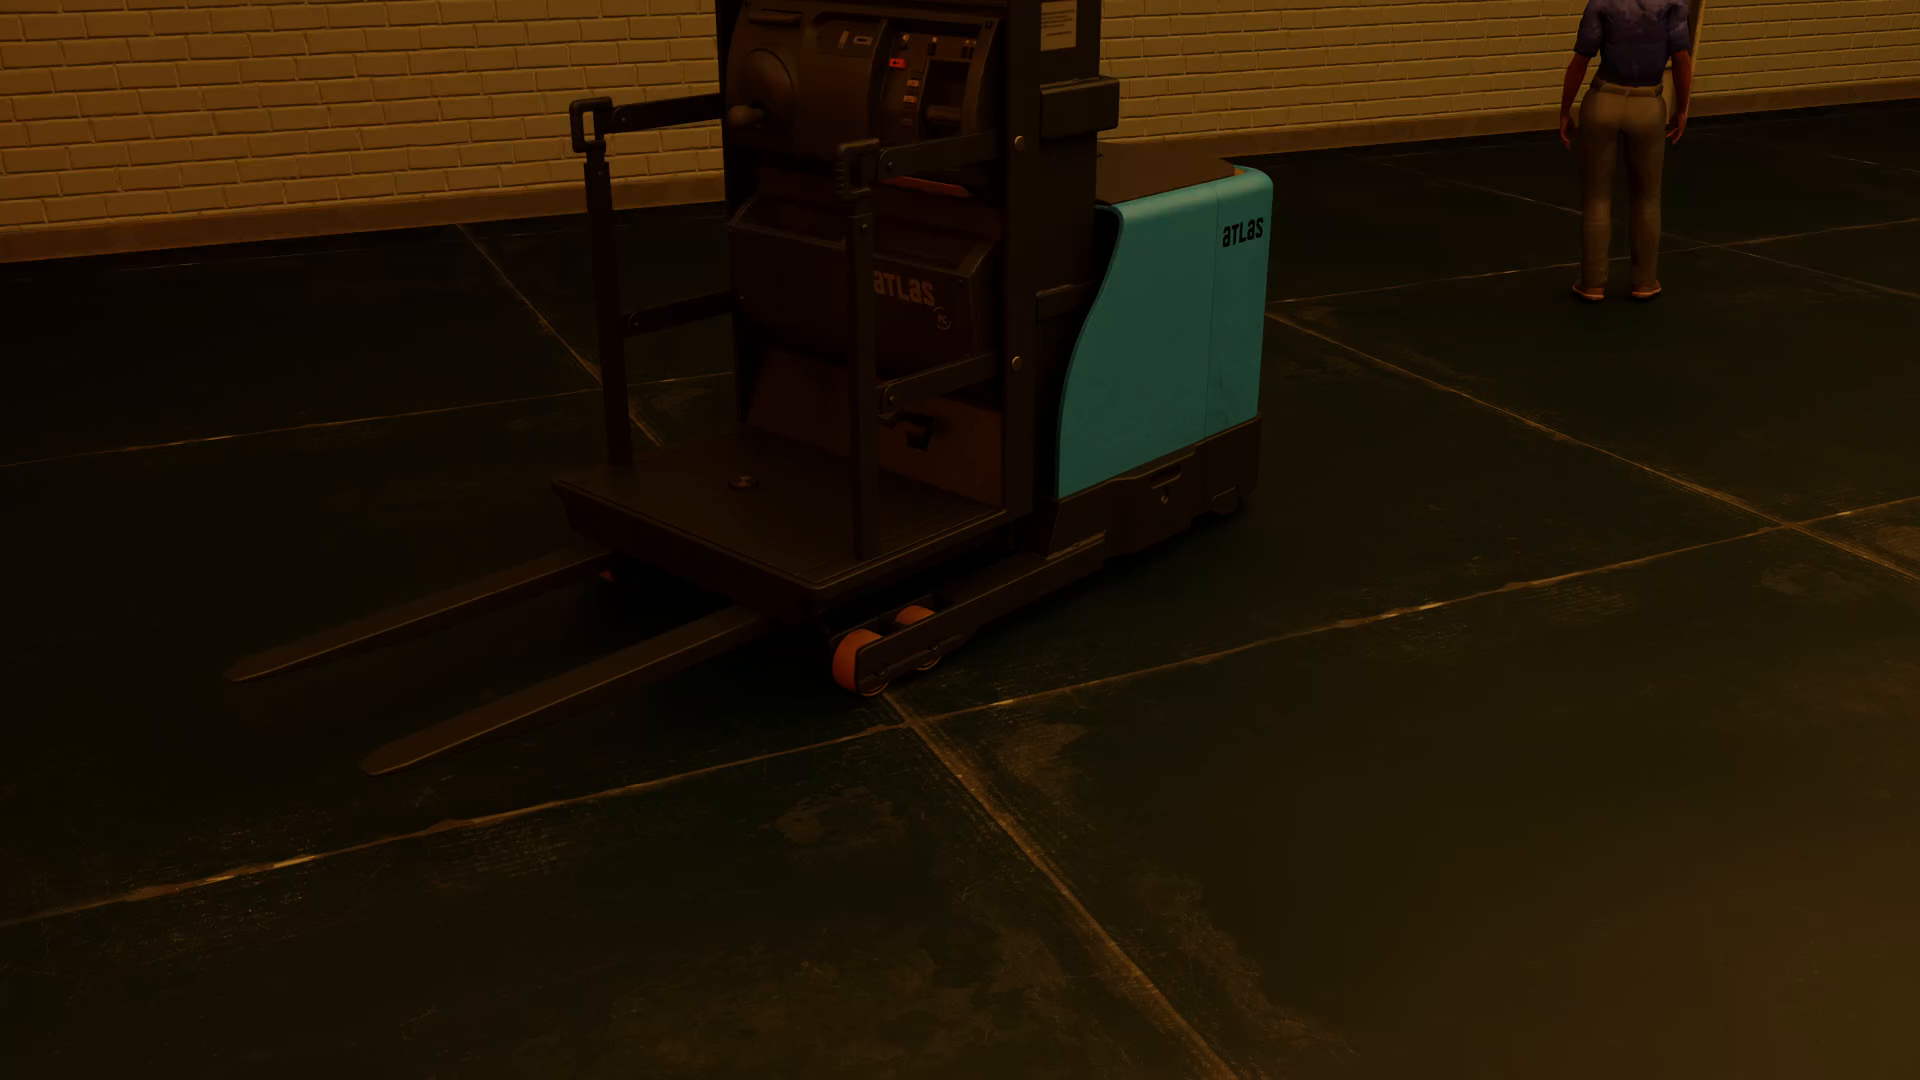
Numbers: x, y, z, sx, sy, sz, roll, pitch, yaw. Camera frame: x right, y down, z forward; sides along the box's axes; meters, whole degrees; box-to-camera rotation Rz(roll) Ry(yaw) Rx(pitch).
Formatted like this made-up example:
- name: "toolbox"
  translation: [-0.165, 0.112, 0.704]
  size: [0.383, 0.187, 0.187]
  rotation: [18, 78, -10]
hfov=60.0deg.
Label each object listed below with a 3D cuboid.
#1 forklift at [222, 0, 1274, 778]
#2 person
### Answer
- name: "forklift"
  translation: [-0.413, -1.182, 4.131]
  size: [1.130, 2.935, 3.031]
  rotation: [19, 29, 39]
- name: "person"
  translation: [3.017, -1.918, 7.547]
  size: [0.569, 1.654, 0.504]
  rotation: [7, 24, 16]
